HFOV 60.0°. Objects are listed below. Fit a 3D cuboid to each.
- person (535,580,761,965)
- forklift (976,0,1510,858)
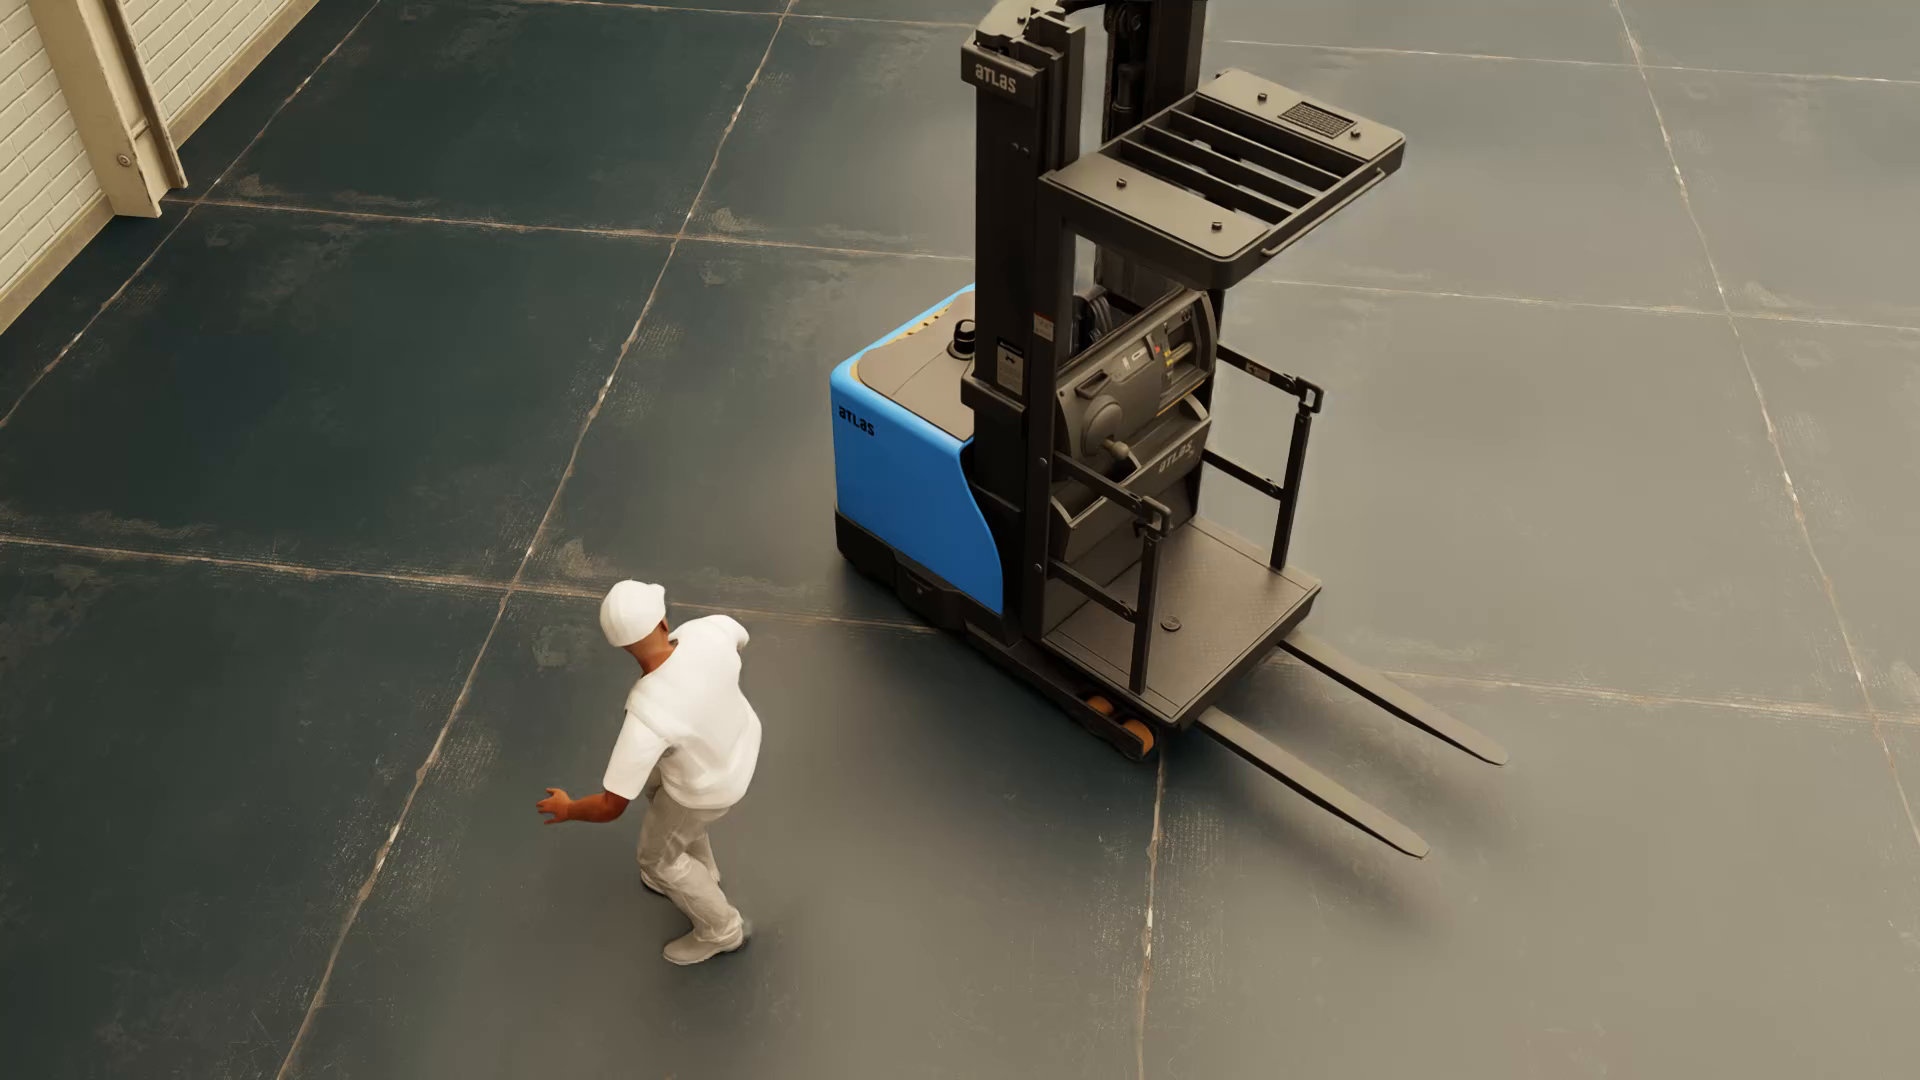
[{"bbox_3d":[-1.058,0.784,5.815,0.679,1.708,0.823,8,43,9],"label":"person"},{"bbox_3d":[0.848,-0.575,6.350,3.031,2.935,1.121,32,51,30],"label":"forklift"}]
